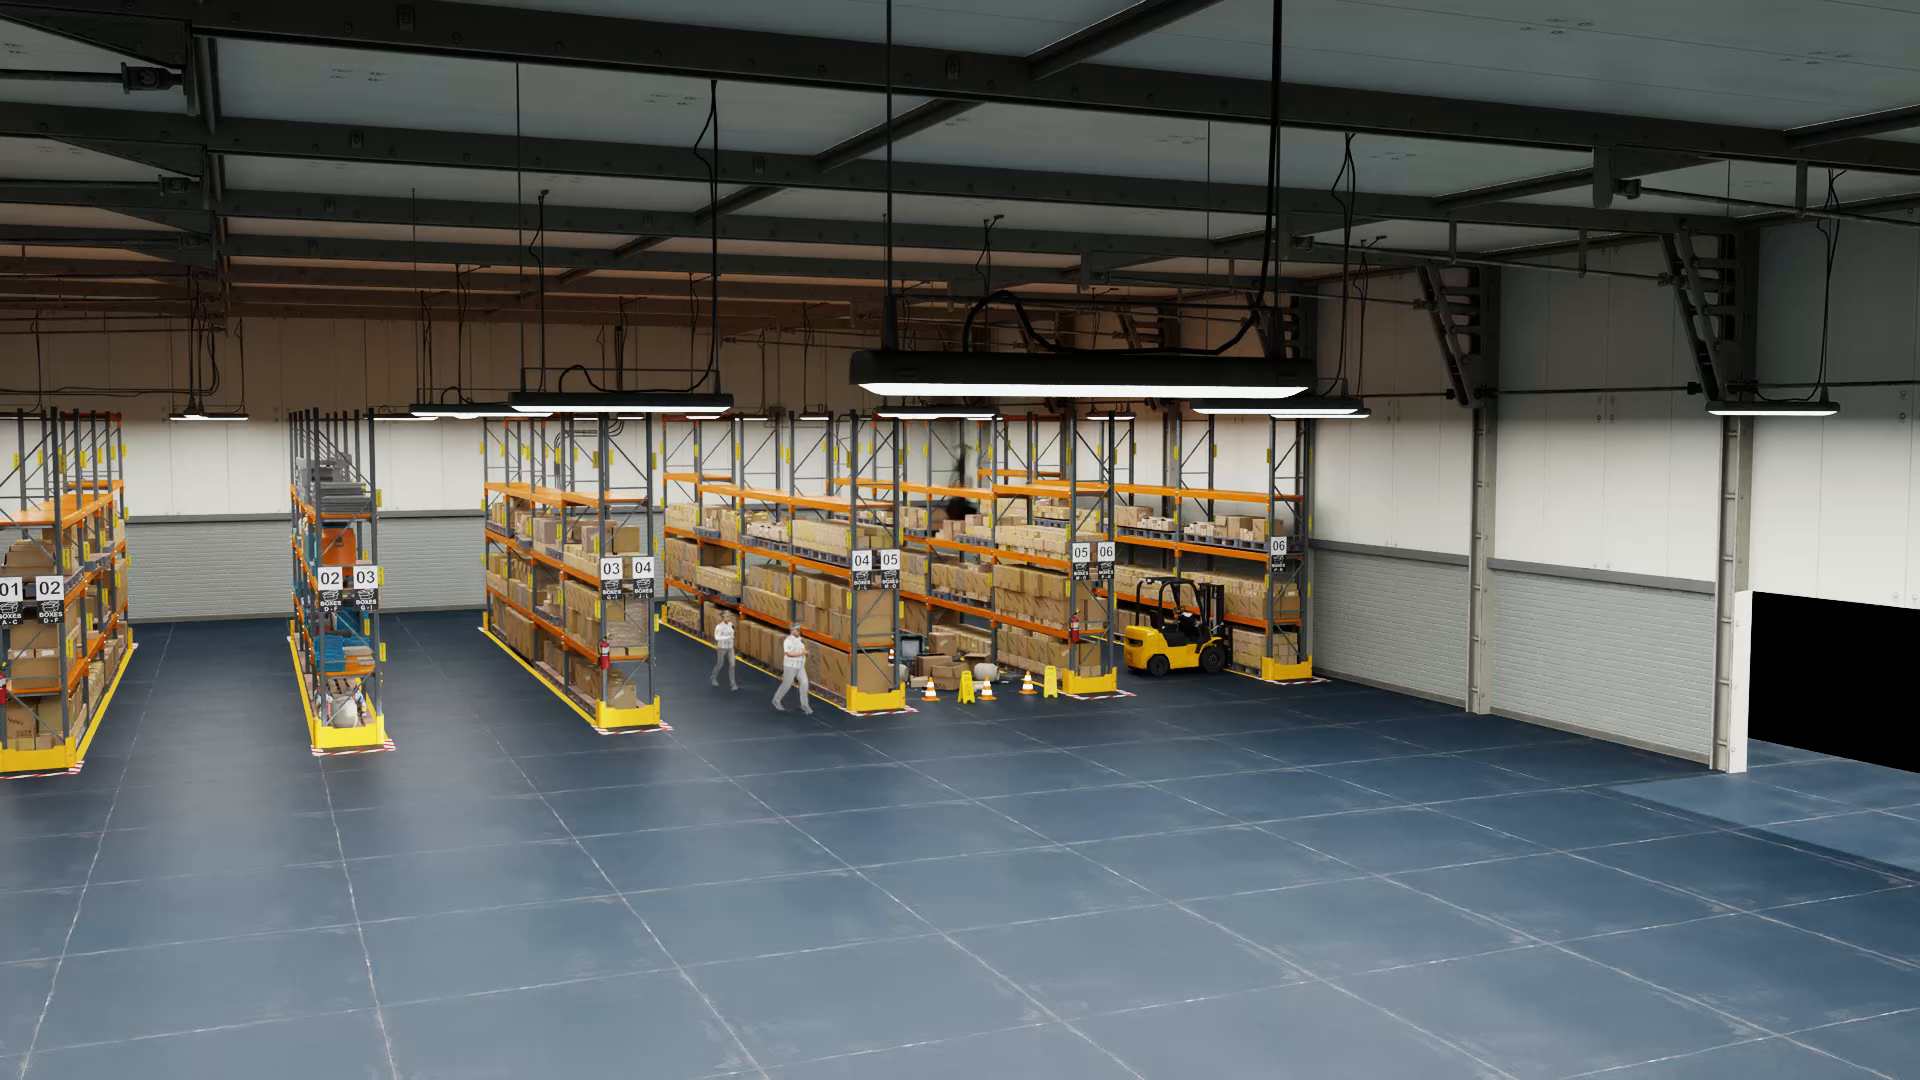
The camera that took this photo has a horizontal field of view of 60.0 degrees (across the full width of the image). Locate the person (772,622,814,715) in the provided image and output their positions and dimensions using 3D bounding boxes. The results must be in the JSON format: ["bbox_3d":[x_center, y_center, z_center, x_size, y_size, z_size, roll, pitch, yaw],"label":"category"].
[{"bbox_3d":[-3.311,2.520,32.875,0.915,1.816,0.641,2,5,31],"label":"person"}]

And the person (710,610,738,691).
[{"bbox_3d":[-5.066,2.350,35.777,0.594,1.697,0.919,-3,5,-40],"label":"person"}]
